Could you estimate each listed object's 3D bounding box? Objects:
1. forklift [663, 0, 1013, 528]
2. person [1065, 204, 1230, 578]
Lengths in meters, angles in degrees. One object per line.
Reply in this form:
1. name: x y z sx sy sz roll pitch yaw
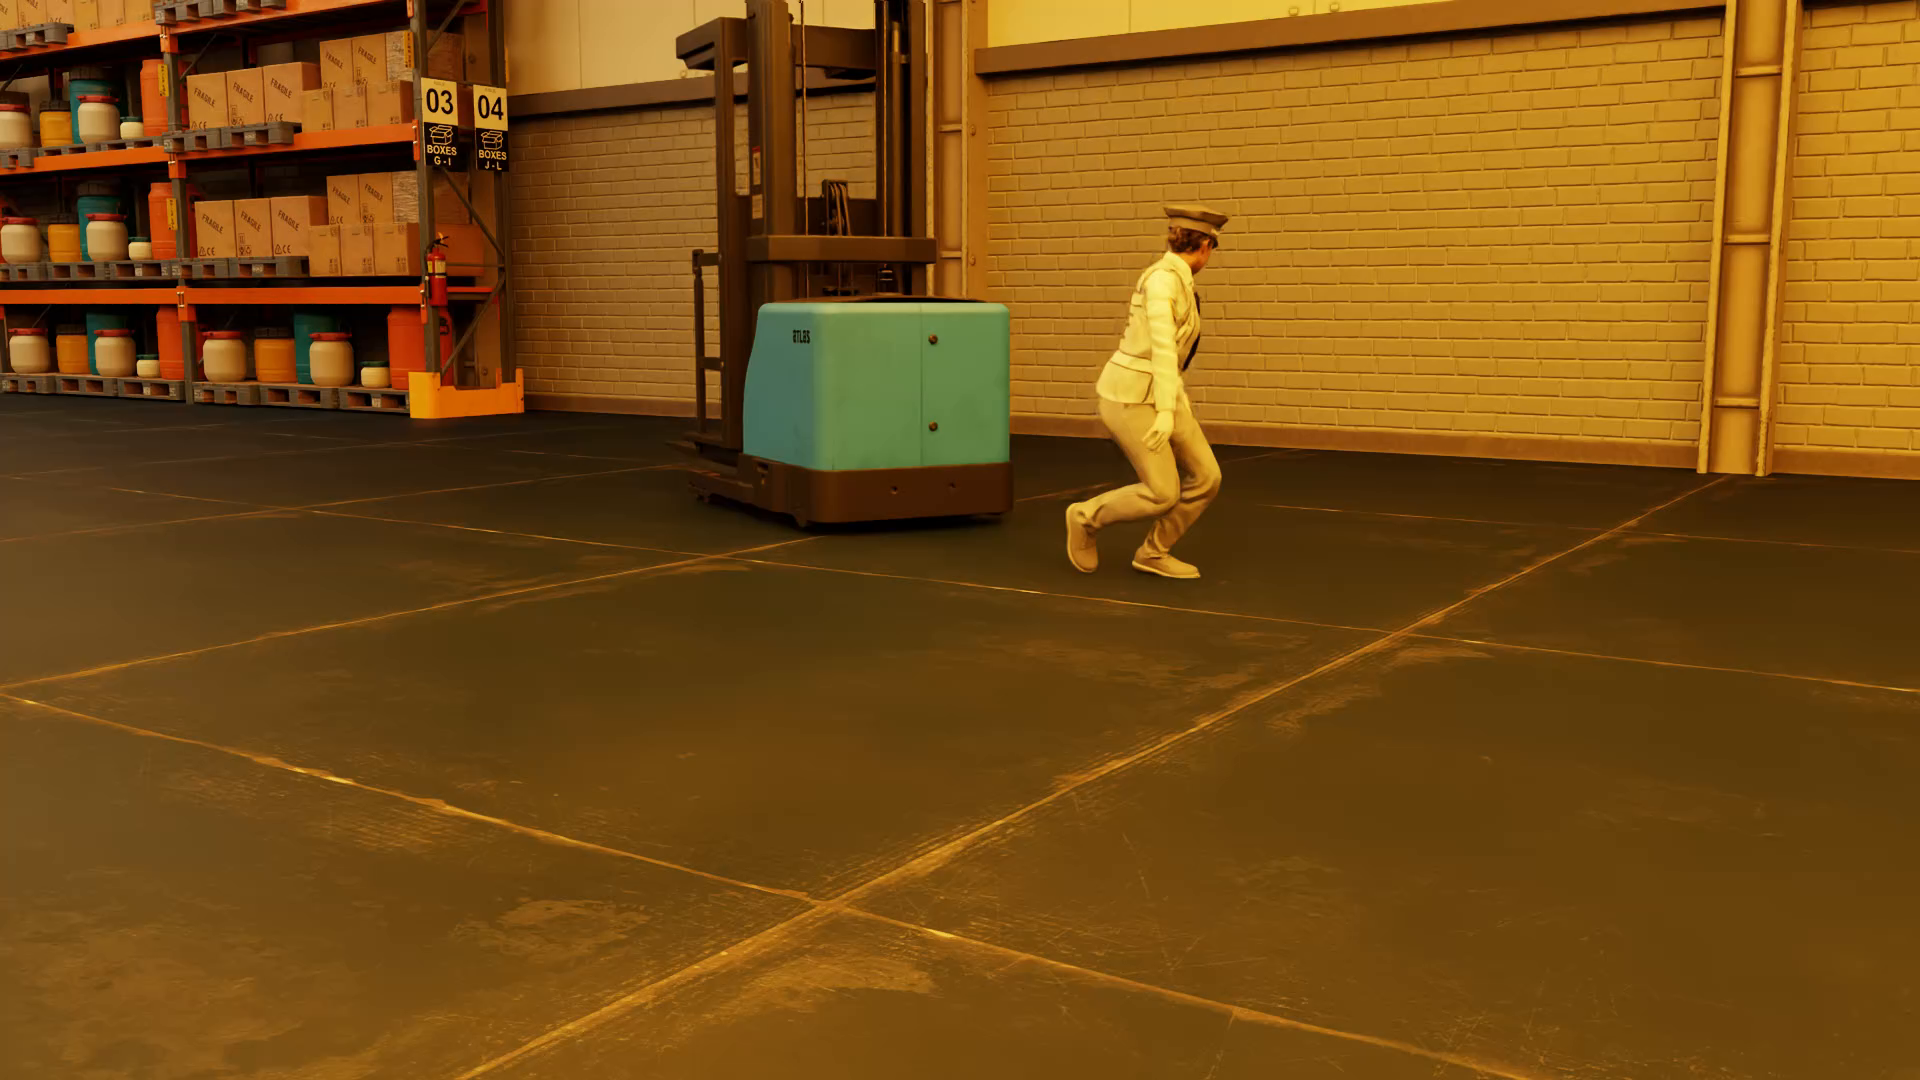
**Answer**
1. forklift: -0.859 -1.676 8.982 1.130 2.935 3.031 -4 9 -27
2. person: 0.722 -0.568 6.497 0.611 1.463 0.756 4 9 25
